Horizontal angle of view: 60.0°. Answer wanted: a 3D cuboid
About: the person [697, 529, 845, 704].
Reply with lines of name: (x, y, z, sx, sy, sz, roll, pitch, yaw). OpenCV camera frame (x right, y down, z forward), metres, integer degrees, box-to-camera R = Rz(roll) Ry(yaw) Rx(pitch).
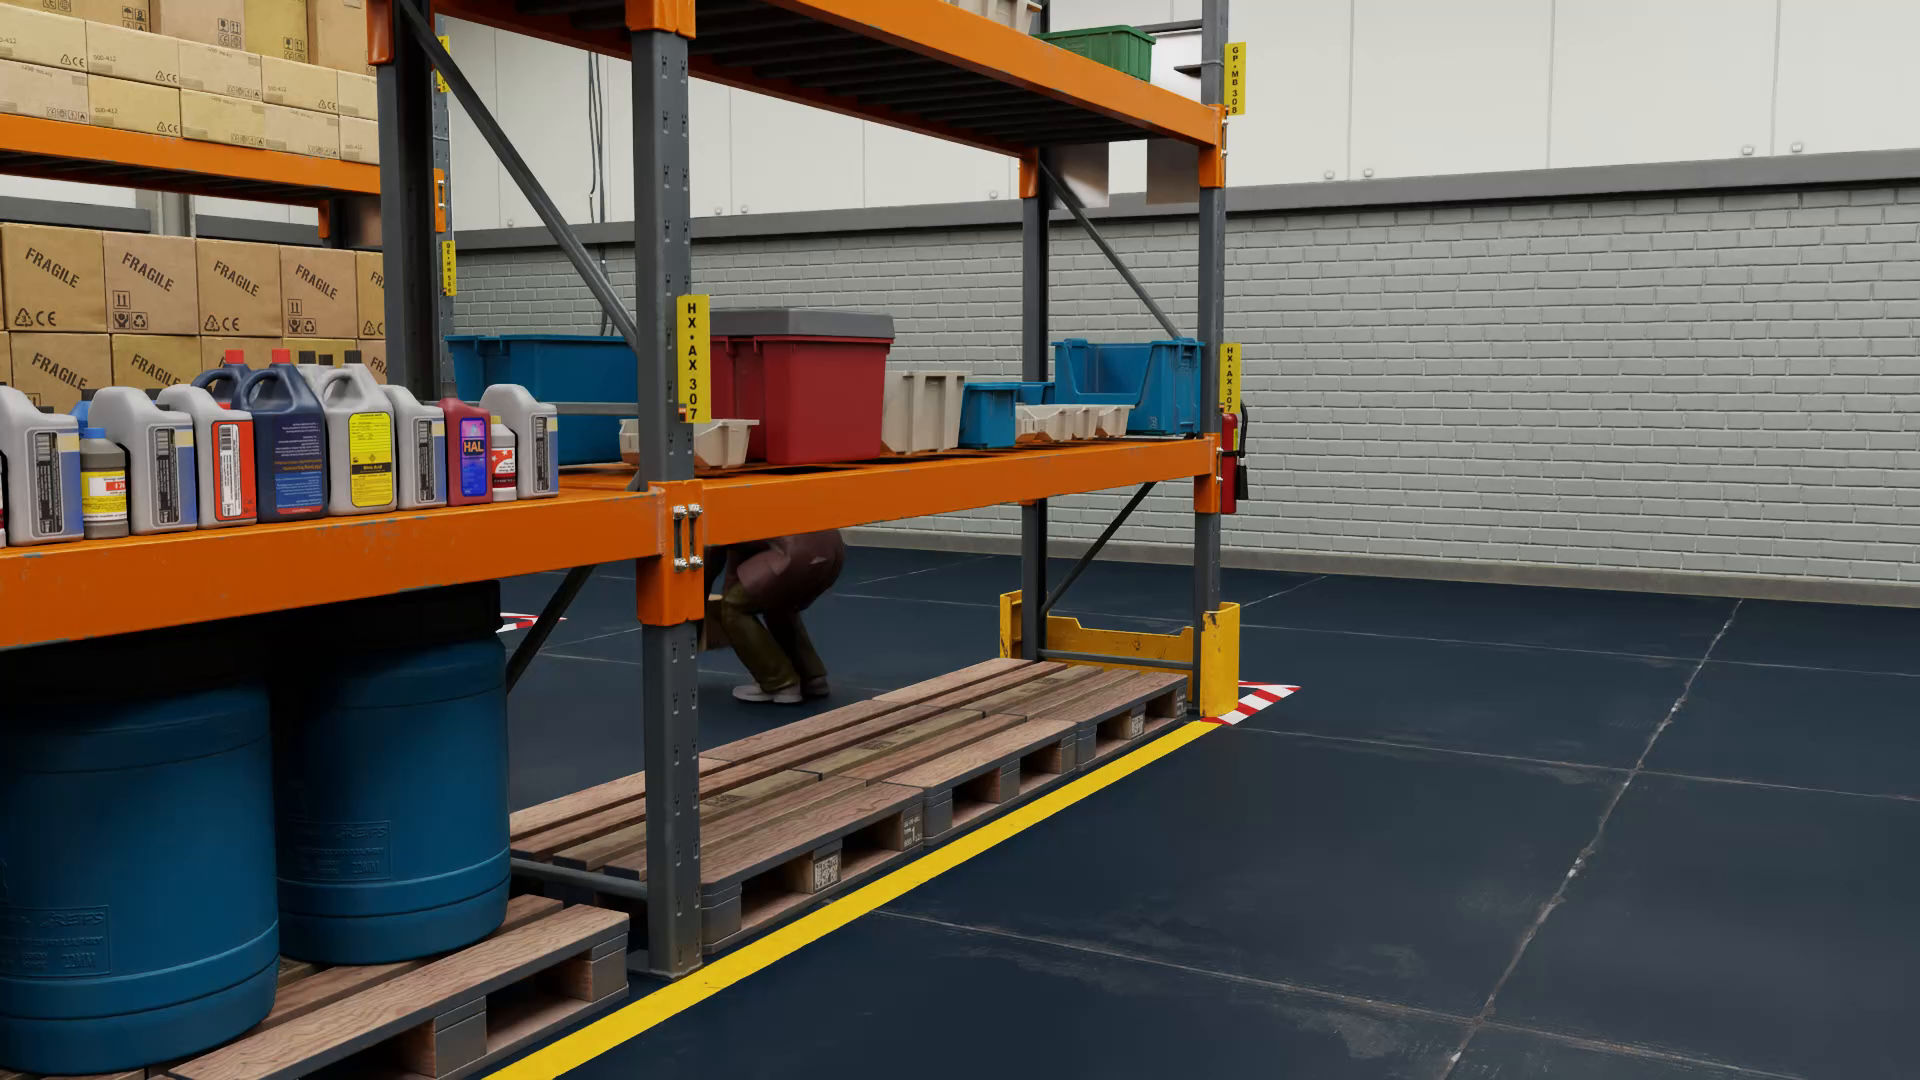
person: (-1.017, 0.266, 8.293, 0.939, 1.029, 0.594, 3, 6, 26)
